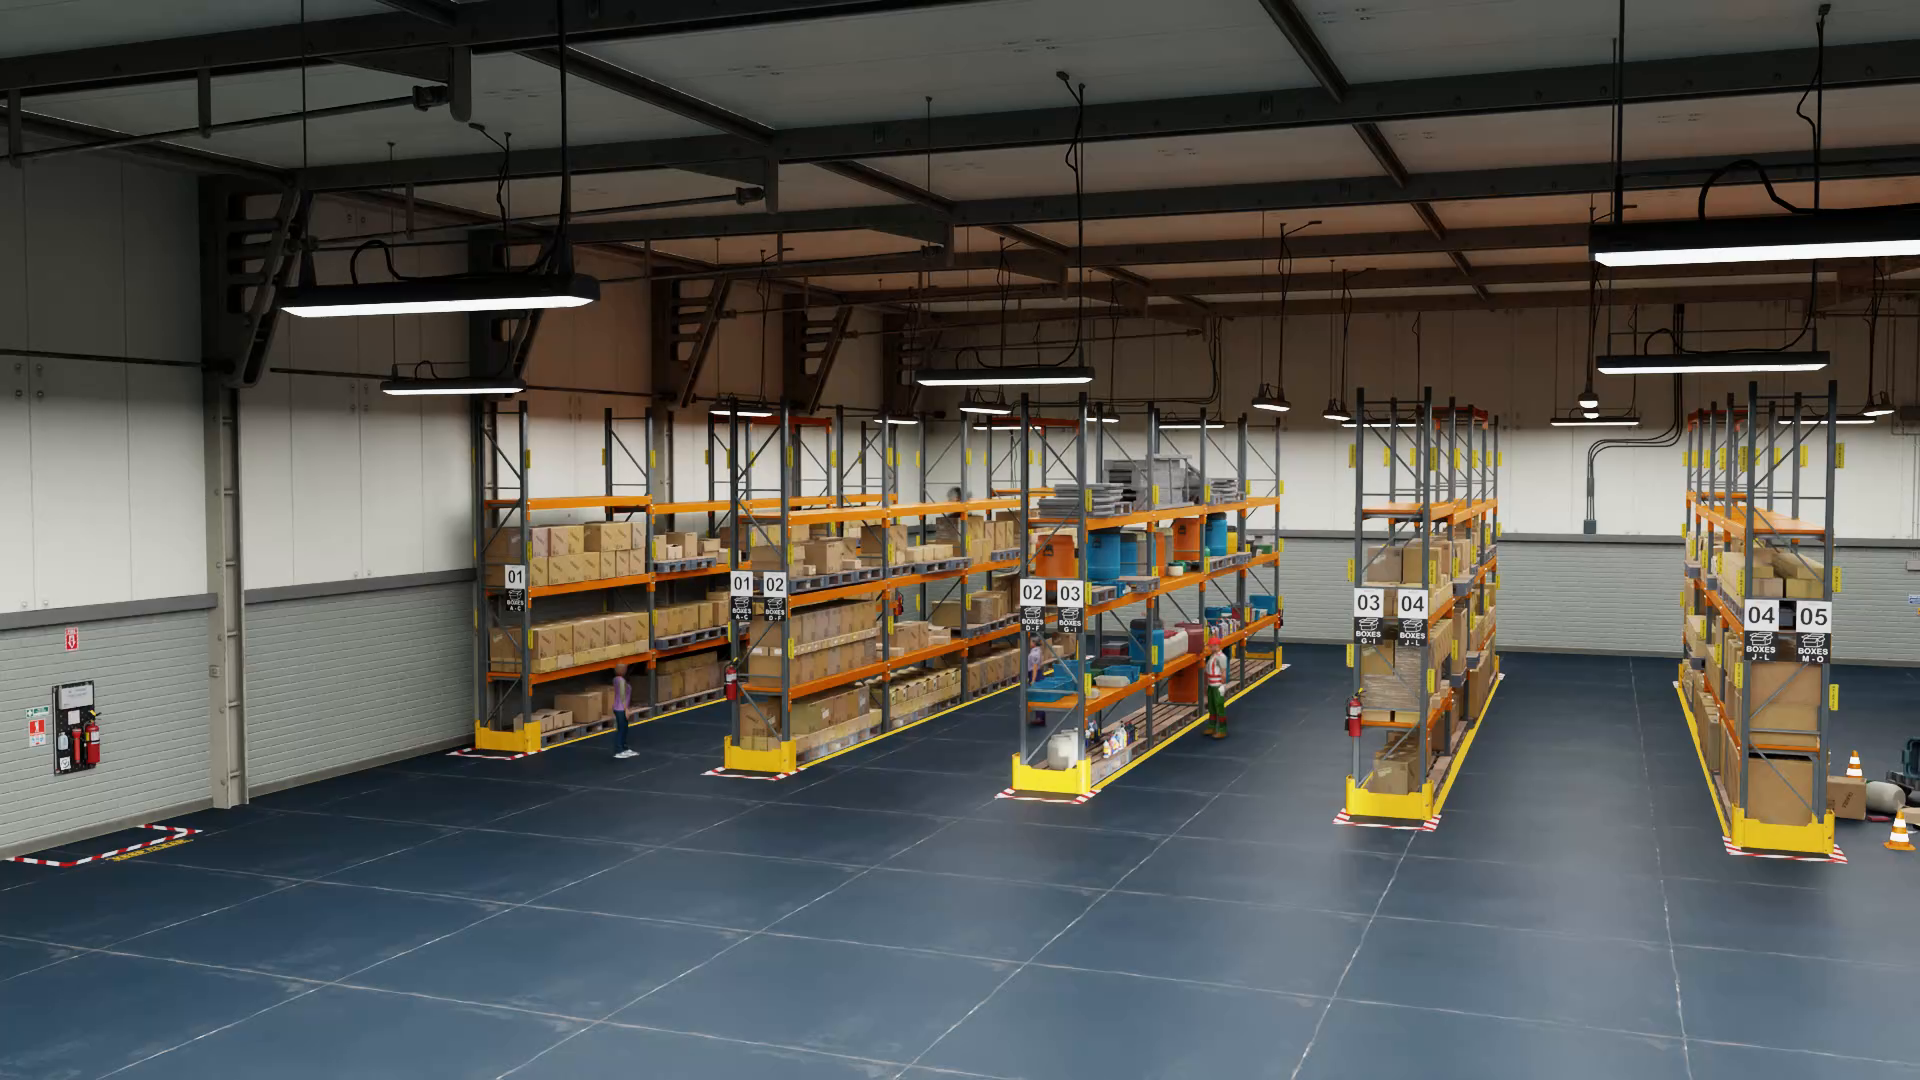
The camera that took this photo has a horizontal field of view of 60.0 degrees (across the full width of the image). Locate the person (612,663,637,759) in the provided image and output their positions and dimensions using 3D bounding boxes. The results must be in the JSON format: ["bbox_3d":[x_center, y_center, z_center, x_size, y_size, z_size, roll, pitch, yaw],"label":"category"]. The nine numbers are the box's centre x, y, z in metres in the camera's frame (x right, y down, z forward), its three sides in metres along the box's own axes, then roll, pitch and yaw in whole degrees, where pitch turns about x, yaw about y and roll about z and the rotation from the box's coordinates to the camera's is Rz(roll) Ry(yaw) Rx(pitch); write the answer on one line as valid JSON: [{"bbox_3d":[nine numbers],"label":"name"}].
[{"bbox_3d":[-5.635,2.854,27.898,0.397,1.601,0.479,0,3,-7],"label":"person"}]

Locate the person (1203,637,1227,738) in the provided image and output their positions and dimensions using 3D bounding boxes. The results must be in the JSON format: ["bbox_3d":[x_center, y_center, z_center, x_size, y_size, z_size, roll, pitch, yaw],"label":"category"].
[{"bbox_3d":[4.606,2.639,30.045,0.382,1.780,0.621,-1,3,-15],"label":"person"}]

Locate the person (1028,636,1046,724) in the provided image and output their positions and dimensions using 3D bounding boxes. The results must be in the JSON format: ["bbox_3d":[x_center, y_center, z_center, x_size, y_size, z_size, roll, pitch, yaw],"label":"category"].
[{"bbox_3d":[1.436,2.660,31.499,0.383,1.685,0.577,0,3,7],"label":"person"}]

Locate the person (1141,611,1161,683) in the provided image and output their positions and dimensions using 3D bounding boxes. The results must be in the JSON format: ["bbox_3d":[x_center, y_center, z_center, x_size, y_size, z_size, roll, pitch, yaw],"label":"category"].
[{"bbox_3d":[4.020,2.395,36.475,0.553,1.679,1.022,2,4,39],"label":"person"}]
